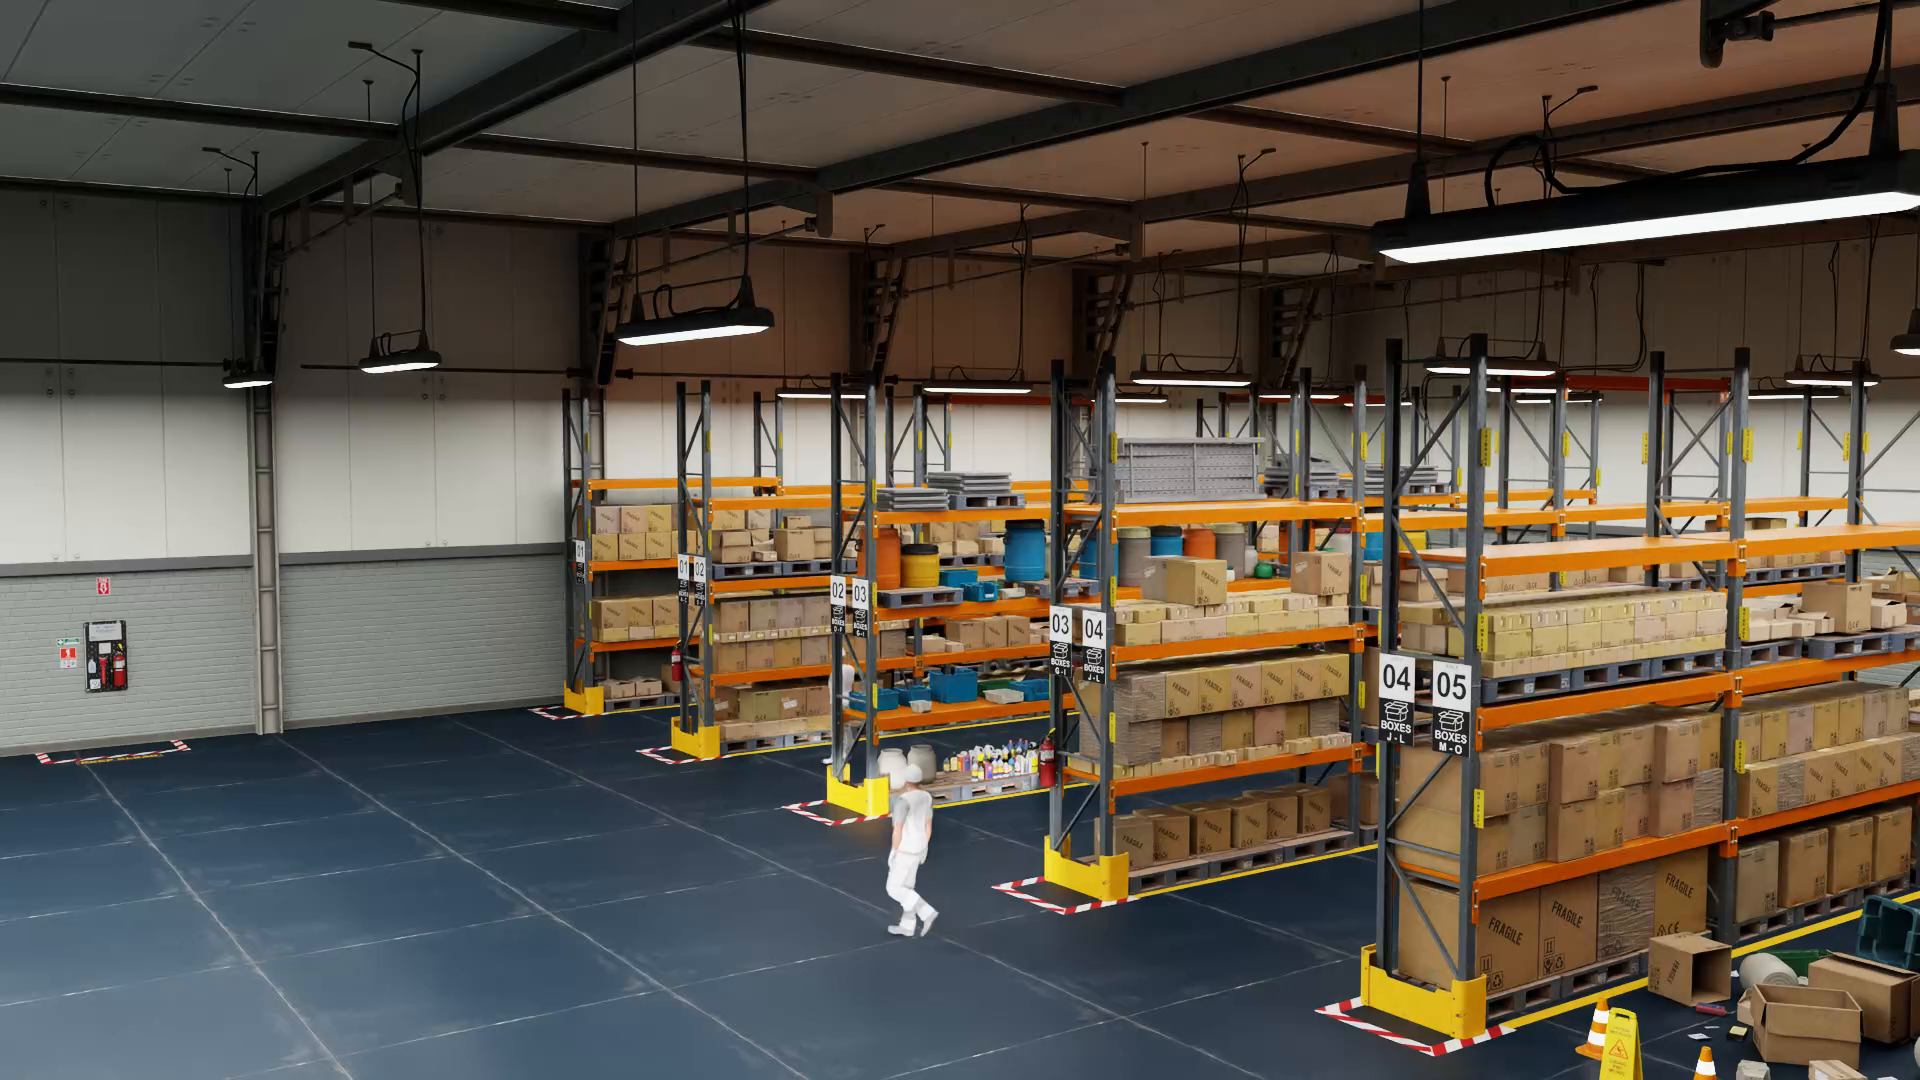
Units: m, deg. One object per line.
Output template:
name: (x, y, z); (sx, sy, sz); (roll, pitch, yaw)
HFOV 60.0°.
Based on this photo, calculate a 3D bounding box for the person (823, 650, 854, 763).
person: (-1.893, 2.588, 26.158); (0.424, 1.780, 0.633); (1, 4, 22)

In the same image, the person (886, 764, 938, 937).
person: (-0.488, 3.169, 16.939); (0.591, 1.787, 0.499); (1, 4, 14)

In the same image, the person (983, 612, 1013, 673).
person: (0.738, 2.137, 33.822); (0.666, 1.724, 0.975); (4, 5, 44)
